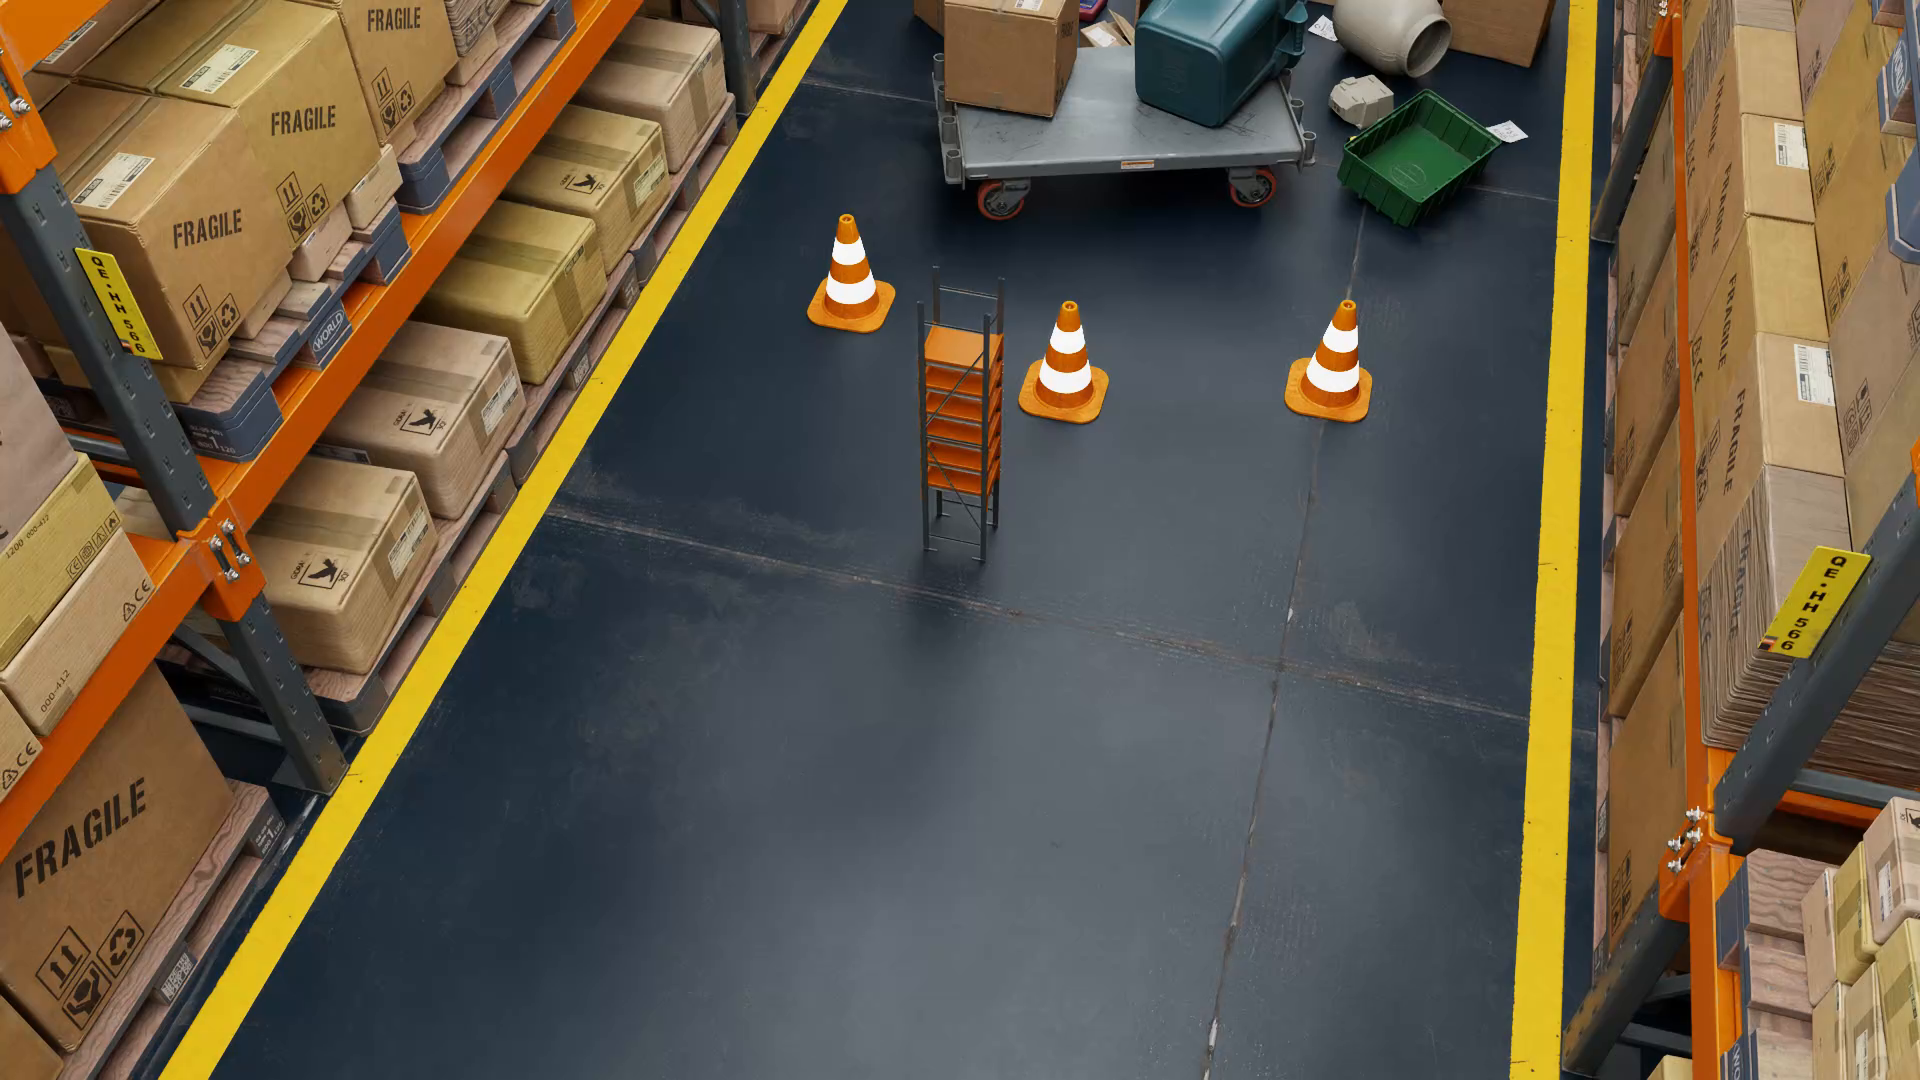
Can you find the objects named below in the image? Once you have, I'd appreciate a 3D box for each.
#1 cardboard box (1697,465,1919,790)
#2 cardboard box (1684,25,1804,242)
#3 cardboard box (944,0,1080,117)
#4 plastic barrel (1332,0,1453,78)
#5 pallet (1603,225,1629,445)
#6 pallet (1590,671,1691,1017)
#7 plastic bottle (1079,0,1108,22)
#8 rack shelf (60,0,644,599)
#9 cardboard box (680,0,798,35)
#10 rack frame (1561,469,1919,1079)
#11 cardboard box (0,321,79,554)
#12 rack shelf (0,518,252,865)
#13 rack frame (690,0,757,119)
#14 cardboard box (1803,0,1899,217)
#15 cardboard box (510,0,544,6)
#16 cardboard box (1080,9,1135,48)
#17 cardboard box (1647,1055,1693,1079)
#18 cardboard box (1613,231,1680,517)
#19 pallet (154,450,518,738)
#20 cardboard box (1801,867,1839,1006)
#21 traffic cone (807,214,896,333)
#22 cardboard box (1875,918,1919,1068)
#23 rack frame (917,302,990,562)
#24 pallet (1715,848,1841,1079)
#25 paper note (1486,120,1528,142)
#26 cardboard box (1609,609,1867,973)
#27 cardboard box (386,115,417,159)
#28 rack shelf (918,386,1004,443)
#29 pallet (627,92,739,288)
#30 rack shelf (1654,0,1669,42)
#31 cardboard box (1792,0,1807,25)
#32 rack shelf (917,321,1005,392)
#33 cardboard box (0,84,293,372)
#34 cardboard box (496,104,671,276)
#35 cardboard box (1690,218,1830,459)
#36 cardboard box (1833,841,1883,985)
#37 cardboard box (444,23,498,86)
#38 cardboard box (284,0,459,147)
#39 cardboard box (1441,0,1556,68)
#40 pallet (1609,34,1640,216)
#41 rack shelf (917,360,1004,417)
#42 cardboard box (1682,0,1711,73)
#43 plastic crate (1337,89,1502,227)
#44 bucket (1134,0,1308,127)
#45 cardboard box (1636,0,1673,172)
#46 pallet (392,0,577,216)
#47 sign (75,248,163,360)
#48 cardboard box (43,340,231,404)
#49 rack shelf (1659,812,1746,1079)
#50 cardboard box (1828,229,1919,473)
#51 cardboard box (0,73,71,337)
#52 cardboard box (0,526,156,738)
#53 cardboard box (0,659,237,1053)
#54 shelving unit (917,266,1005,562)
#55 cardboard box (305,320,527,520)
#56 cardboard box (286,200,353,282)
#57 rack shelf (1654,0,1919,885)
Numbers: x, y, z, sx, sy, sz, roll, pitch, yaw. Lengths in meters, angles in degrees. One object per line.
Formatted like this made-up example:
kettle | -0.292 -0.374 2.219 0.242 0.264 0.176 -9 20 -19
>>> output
cardboard box | 2.119 0.208 3.999 0.500 0.500 0.500 12 50 10
cardboard box | 2.648 -1.252 5.288 0.500 0.500 0.500 11 50 10
cardboard box | 0.236 -2.271 7.416 0.500 0.500 0.500 12 50 10
plastic barrel | 2.131 -2.544 8.213 0.421 0.421 0.512 -27 54 -22
pallet | 3.182 -0.777 6.795 1.003 0.211 1.213 12 50 10
pallet | 2.540 0.987 5.238 1.003 0.211 1.213 12 50 10
plastic bottle | 0.659 -2.768 8.652 0.133 0.061 0.283 19 51 16
rack shelf | -2.016 -1.492 6.046 1.077 0.370 4.000 12 50 10
cardboard box | -1.074 -2.779 8.256 0.500 0.250 0.500 10 49 8
rack frame | 2.260 0.620 3.702 1.000 3.000 0.127 12 50 10
cardboard box | -2.426 -0.222 3.712 0.500 0.500 0.500 10 49 9
rack shelf | -3.069 1.401 3.493 1.077 0.370 4.000 12 50 10
rack frame | -1.489 -3.177 7.053 1.000 3.000 0.127 12 50 10
cardboard box | 2.787 -1.174 4.552 0.700 0.500 0.500 11 50 10
cardboard box | -1.641 -2.071 5.965 0.380 0.149 0.250 12 50 10
cardboard box | 0.796 -2.438 8.225 0.258 0.266 0.396 -19 51 -16
cardboard box | 1.845 1.511 3.803 0.500 0.250 0.500 10 49 8
cardboard box | 2.978 -0.504 5.914 1.050 0.750 0.750 12 50 10
pallet | -2.335 0.074 6.044 1.003 0.211 1.213 12 50 10
cardboard box | 1.947 0.848 3.388 0.380 0.149 0.250 11 49 10
traffic cone | -0.465 -1.164 6.969 0.336 0.463 0.334 12 50 10
cardboard box | 1.883 0.858 2.982 0.380 0.149 0.250 10 49 9
rack frame | -0.020 -0.341 5.751 0.240 1.200 0.006 12 50 10
pallet | 2.175 1.220 3.300 1.213 0.211 1.003 12 50 10
paper note | 2.616 -1.956 7.955 0.147 0.020 0.142 -19 51 -16
cardboard box | 2.507 0.803 4.761 1.050 0.750 0.750 11 49 10
cardboard box | -1.974 -1.309 5.292 0.380 0.149 0.250 14 50 12
rack shelf | 0.004 -0.458 5.753 0.258 0.103 0.180 12 50 10
pallet | -1.693 -1.691 7.601 1.003 0.211 1.213 12 50 10
rack shelf | 3.839 -3.482 7.802 1.077 0.370 4.000 12 50 10
cardboard box | 3.054 -1.904 5.197 0.700 0.500 0.500 11 49 9
rack shelf | 0.004 -0.616 5.573 0.258 0.103 0.180 12 50 10
cardboard box | -2.201 -0.834 4.440 0.500 0.500 0.500 10 49 9
cardboard box | -1.811 -1.546 7.086 0.950 0.372 0.625 14 50 12
cardboard box | 2.384 -0.514 4.636 0.500 0.500 0.500 11 49 9
cardboard box | 1.939 0.776 3.254 0.380 0.149 0.250 14 50 12
cardboard box | -1.805 -1.697 5.635 0.380 0.149 0.250 13 50 11
cardboard box | -1.937 -1.598 5.114 0.500 0.500 0.500 12 50 11
cardboard box | 2.731 -2.772 8.362 0.500 0.500 0.500 19 51 16
pallet | 3.588 -1.885 7.773 1.003 0.211 1.213 12 50 10
rack shelf | 0.004 -0.537 5.663 0.258 0.103 0.180 12 50 10
cardboard box | 2.915 -1.979 5.929 0.500 0.500 0.500 12 50 10
plastic crate | 2.094 -1.746 7.627 0.662 0.188 0.450 -37 68 -28
bucket | 1.124 -2.246 7.401 0.726 0.611 0.620 28 64 22
cardboard box | 3.546 -2.150 7.284 0.875 0.875 0.875 12 50 11
pallet | -2.061 -1.660 5.842 1.003 0.211 1.213 12 50 10
sign | -2.006 -0.560 3.971 0.100 0.325 0.005 12 50 10
cardboard box | -2.277 -0.538 4.611 0.380 0.149 0.250 9 49 8
rack shelf | 1.733 2.305 2.695 1.077 0.370 4.000 12 50 10
cardboard box | 2.519 -0.433 3.898 0.700 0.500 0.500 11 49 9
cardboard box | -2.691 -0.938 4.532 0.500 0.500 0.500 10 49 9
cardboard box | -2.425 0.183 4.188 0.500 0.250 0.500 10 49 9
cardboard box | -2.804 0.764 4.712 0.875 0.875 0.875 11 50 10
shelving unit | 0.004 -0.407 5.809 0.258 1.200 0.189 12 50 10
cardboard box | -2.197 -0.495 6.159 0.950 0.372 0.625 11 49 9
cardboard box | -2.054 -0.925 4.953 0.380 0.149 0.250 9 49 8
rack shelf | 2.786 -0.588 5.249 1.077 0.370 4.000 12 50 10
